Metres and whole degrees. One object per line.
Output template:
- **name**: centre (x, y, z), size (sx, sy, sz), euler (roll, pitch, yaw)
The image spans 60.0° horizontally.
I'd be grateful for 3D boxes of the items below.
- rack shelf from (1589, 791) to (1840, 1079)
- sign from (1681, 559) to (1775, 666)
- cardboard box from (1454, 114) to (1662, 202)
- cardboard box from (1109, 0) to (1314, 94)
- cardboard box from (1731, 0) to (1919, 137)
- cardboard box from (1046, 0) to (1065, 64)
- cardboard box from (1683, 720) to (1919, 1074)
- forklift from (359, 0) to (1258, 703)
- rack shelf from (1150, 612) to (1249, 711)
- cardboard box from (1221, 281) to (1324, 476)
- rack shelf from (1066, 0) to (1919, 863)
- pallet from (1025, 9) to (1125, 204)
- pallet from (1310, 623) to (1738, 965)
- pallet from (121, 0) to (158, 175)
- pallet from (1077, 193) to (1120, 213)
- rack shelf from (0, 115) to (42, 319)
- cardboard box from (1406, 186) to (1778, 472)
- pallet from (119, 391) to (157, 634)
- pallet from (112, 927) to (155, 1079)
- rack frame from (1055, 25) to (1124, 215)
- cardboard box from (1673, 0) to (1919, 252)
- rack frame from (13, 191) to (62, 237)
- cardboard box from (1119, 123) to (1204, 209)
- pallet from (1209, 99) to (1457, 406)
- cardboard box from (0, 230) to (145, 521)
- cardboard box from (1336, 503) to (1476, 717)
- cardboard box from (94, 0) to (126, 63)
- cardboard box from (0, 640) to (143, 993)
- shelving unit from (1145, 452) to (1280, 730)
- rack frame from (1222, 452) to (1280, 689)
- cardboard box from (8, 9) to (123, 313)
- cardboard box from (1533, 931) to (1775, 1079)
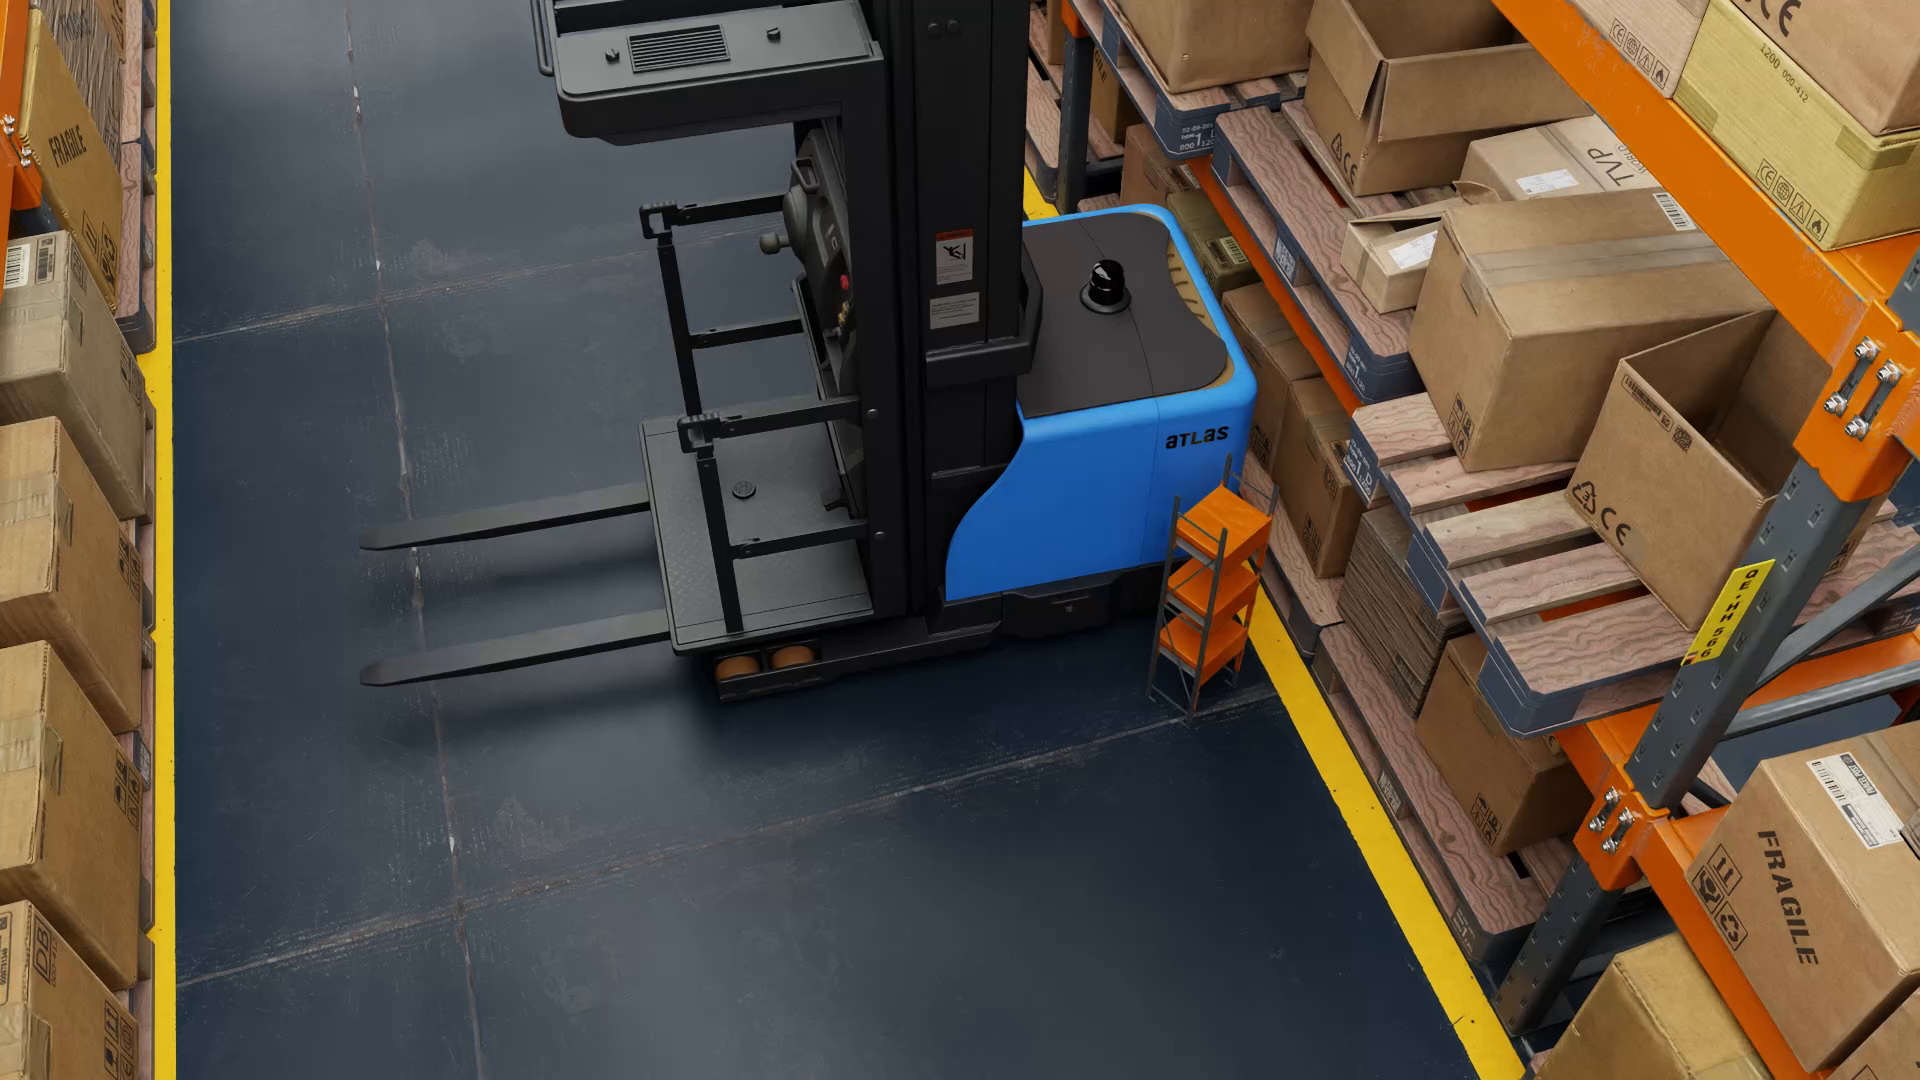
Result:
- **rack shelf**: centre (2.701, 2.065, 3.018), size (1.077, 0.370, 4.000), euler (-13, 51, -11)
- **sign**: centre (1.594, 0.154, 3.453), size (0.100, 0.325, 0.005), euler (-13, 51, -11)
- **cardboard box**: centre (1.833, -0.991, 4.947), size (0.500, 0.250, 0.500), euler (-15, 51, -12)
- **cardboard box**: centre (1.028, -2.266, 5.531), size (1.000, 1.000, 1.000), euler (-13, 51, -11)
- **cardboard box**: centre (1.729, -1.080, 2.844), size (0.500, 0.500, 0.500), euler (-12, 51, -10)
- **cardboard box**: centre (0.670, -2.597, 7.837), size (0.500, 0.500, 0.500), euler (1, 50, 1)
- **cardboard box**: centre (1.993, 0.757, 3.585), size (0.500, 0.500, 0.500), euler (-12, 51, -10)
- **forklift**: centre (-0.606, -0.835, 5.037), size (3.031, 2.935, 1.130), euler (-10, 51, -9)
- **rack shelf**: centre (0.805, 0.377, 5.623), size (0.240, 0.259, 0.215), euler (-37, 59, -27)
- **cardboard box**: centre (1.376, -0.671, 6.201), size (0.700, 0.500, 0.500), euler (-17, 52, -14)
- **rack shelf**: centre (1.518, -0.856, 5.481), size (1.077, 0.370, 4.000), euler (-13, 51, -11)
- **pallet**: centre (0.694, -2.133, 7.910), size (1.003, 0.211, 1.213), euler (-13, 51, -11)
- **pallet**: centre (1.880, 0.700, 5.522), size (1.003, 0.211, 1.213), euler (-13, 51, -11)
- **pallet**: centre (-4.356, -2.068, 7.856), size (1.003, 0.211, 1.213), euler (-13, 51, -11)
- **pallet**: centre (1.158, -1.082, 7.024), size (1.003, 0.211, 1.213), euler (-13, 51, -11)
- **rack shelf**: centre (-3.250, 0.191, 4.597), size (1.077, 0.370, 4.000), euler (-13, 51, -11)
- **cardboard box**: centre (1.651, -0.566, 4.425), size (0.700, 0.500, 0.500), euler (-7, 50, -6)
- **pallet**: centre (-3.541, -0.056, 6.159), size (1.003, 0.211, 1.213), euler (-13, 51, -11)
- **pallet**: centre (-2.820, 1.726, 4.657), size (1.003, 0.211, 1.213), euler (-13, 51, -11)
- **rack frame**: centre (0.927, -2.549, 6.437), size (1.000, 3.000, 0.127), euler (-13, 51, -11)
- **cardboard box**: centre (1.735, -0.838, 3.131), size (0.500, 0.250, 0.500), euler (-13, 51, -11)
- **rack frame**: centre (-3.842, -1.501, 5.554), size (1.000, 3.000, 0.127), euler (-13, 51, -11)
- **cardboard box**: centre (1.088, -1.432, 6.842), size (0.700, 0.500, 0.500), euler (-17, 52, -14)
- **pallet**: centre (1.485, -1.002, 5.259), size (1.003, 0.211, 1.213), euler (-13, 51, -11)
- **cardboard box**: centre (-3.572, -0.479, 5.888), size (1.050, 0.750, 0.750), euler (-14, 51, -11)
- **cardboard box**: centre (1.716, 0.149, 5.509), size (0.700, 0.500, 0.500), euler (-17, 52, -14)
- **cardboard box**: centre (-4.499, -2.751, 7.722), size (0.875, 0.875, 0.875), euler (-14, 51, -12)
- **cardboard box**: centre (-3.014, 0.907, 4.720), size (1.050, 0.750, 0.750), euler (-13, 51, -10)
- **shelving unit**: centre (0.805, 0.191, 5.403), size (0.252, 1.050, 0.215), euler (-37, 59, -27)
- **rack frame**: centre (0.892, 0.125, 5.458), size (0.008, 1.050, 0.200), euler (-37, 59, -27)
- **cardboard box**: centre (-3.961, -1.427, 6.606), size (0.875, 0.875, 0.875), euler (-13, 51, -10)
- **cardboard box**: centre (2.294, 1.431, 4.197), size (1.225, 0.875, 0.875), euler (-15, 52, -13)
